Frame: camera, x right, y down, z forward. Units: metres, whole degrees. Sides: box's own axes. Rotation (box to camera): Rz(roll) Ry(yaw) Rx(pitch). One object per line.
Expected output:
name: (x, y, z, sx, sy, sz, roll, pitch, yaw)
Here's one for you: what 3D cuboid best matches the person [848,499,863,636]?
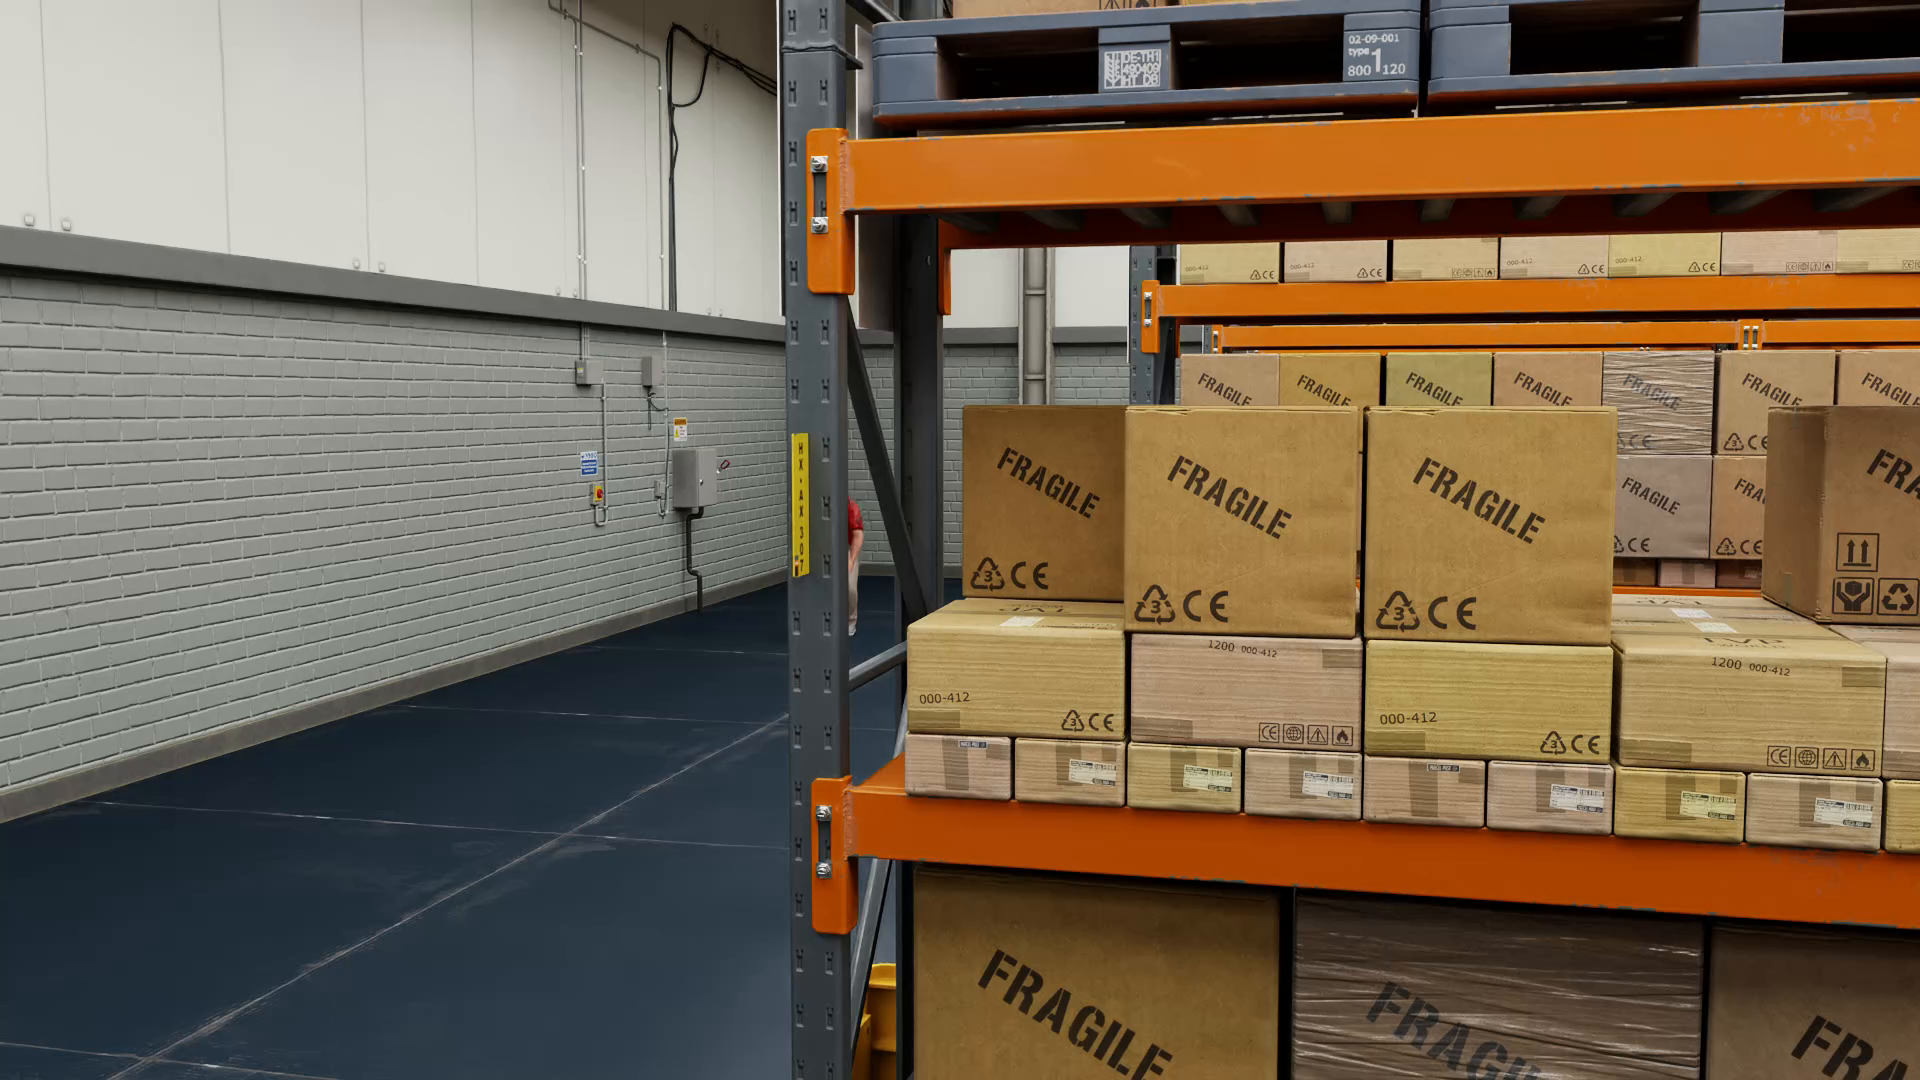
person: (-1.170, 0.178, 15.675, 0.588, 1.459, 0.666, 1, 5, 14)
